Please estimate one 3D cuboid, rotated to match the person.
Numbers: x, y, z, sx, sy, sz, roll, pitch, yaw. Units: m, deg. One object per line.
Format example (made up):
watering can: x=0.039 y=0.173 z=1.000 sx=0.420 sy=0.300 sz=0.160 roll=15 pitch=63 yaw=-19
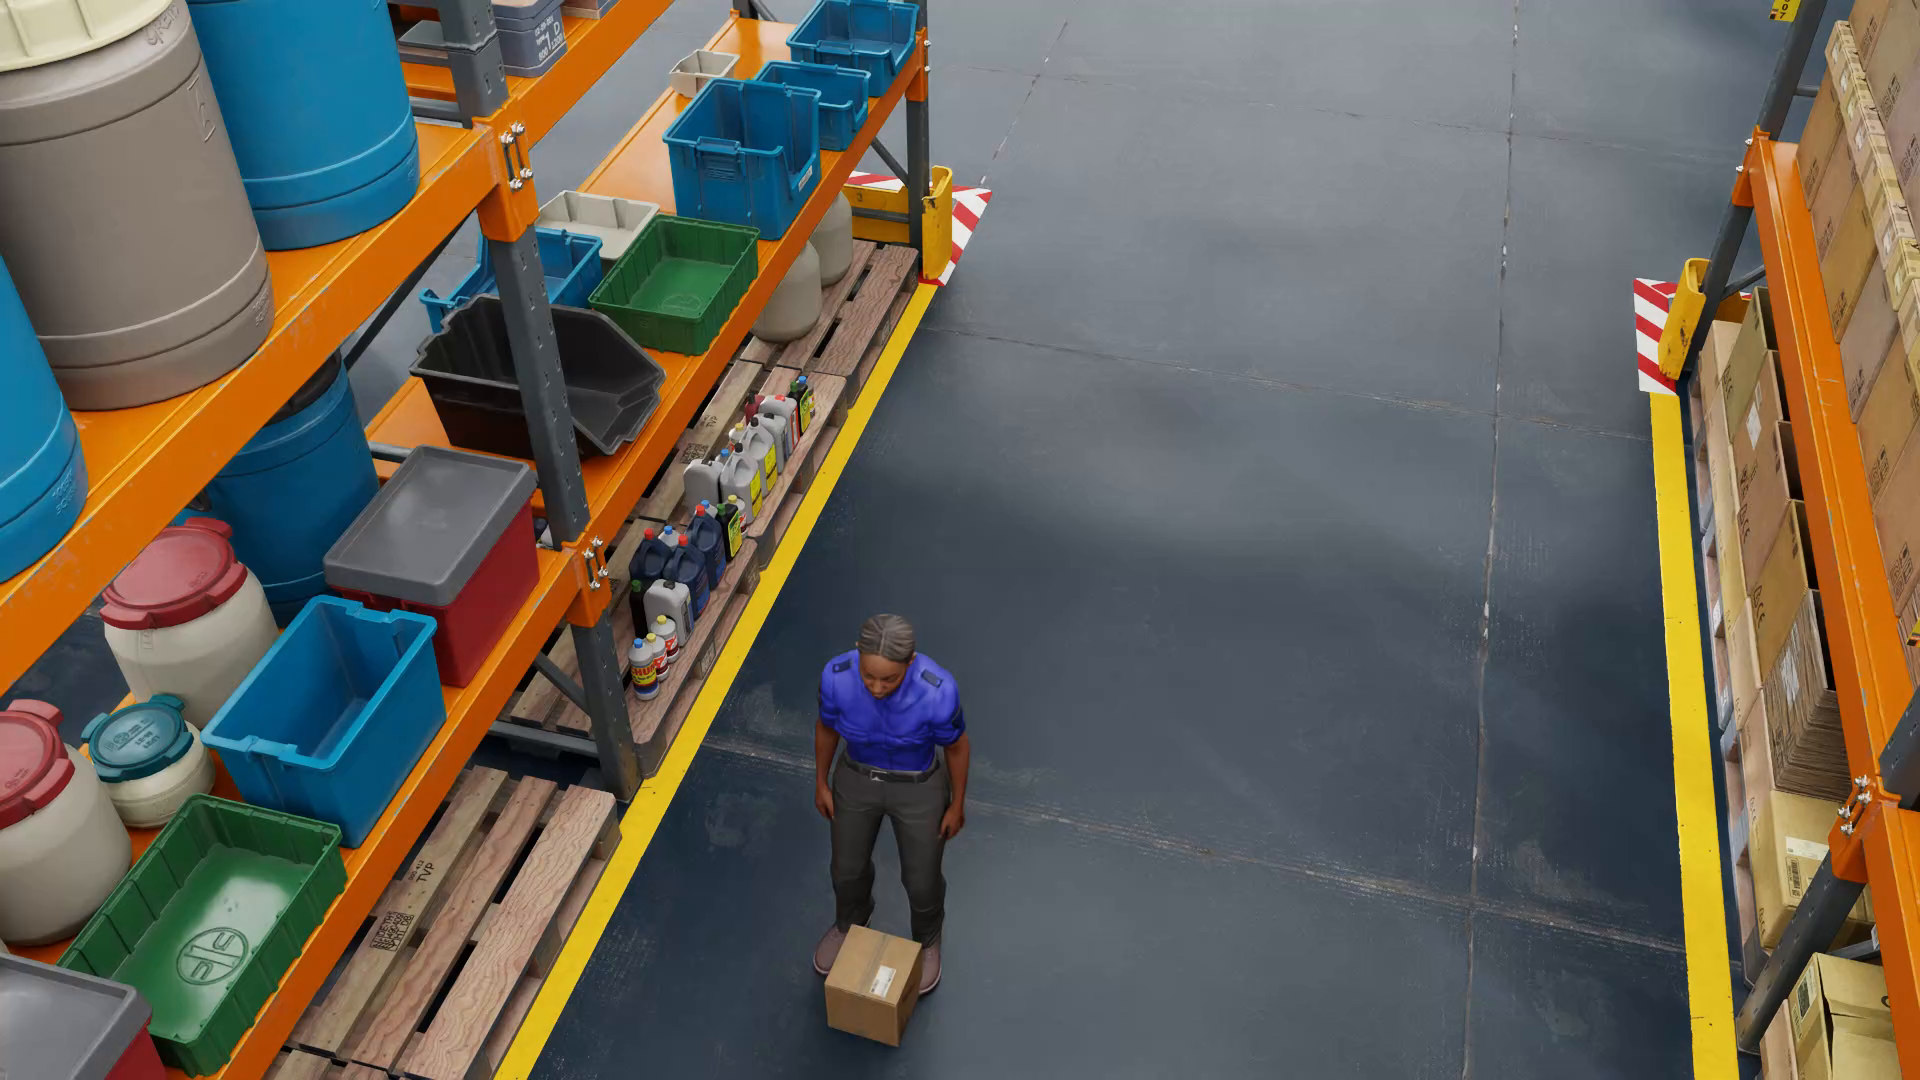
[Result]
person: x=-0.232 y=0.802 z=5.250 sx=0.518 sy=1.653 sz=0.349 roll=8 pitch=42 yaw=9
